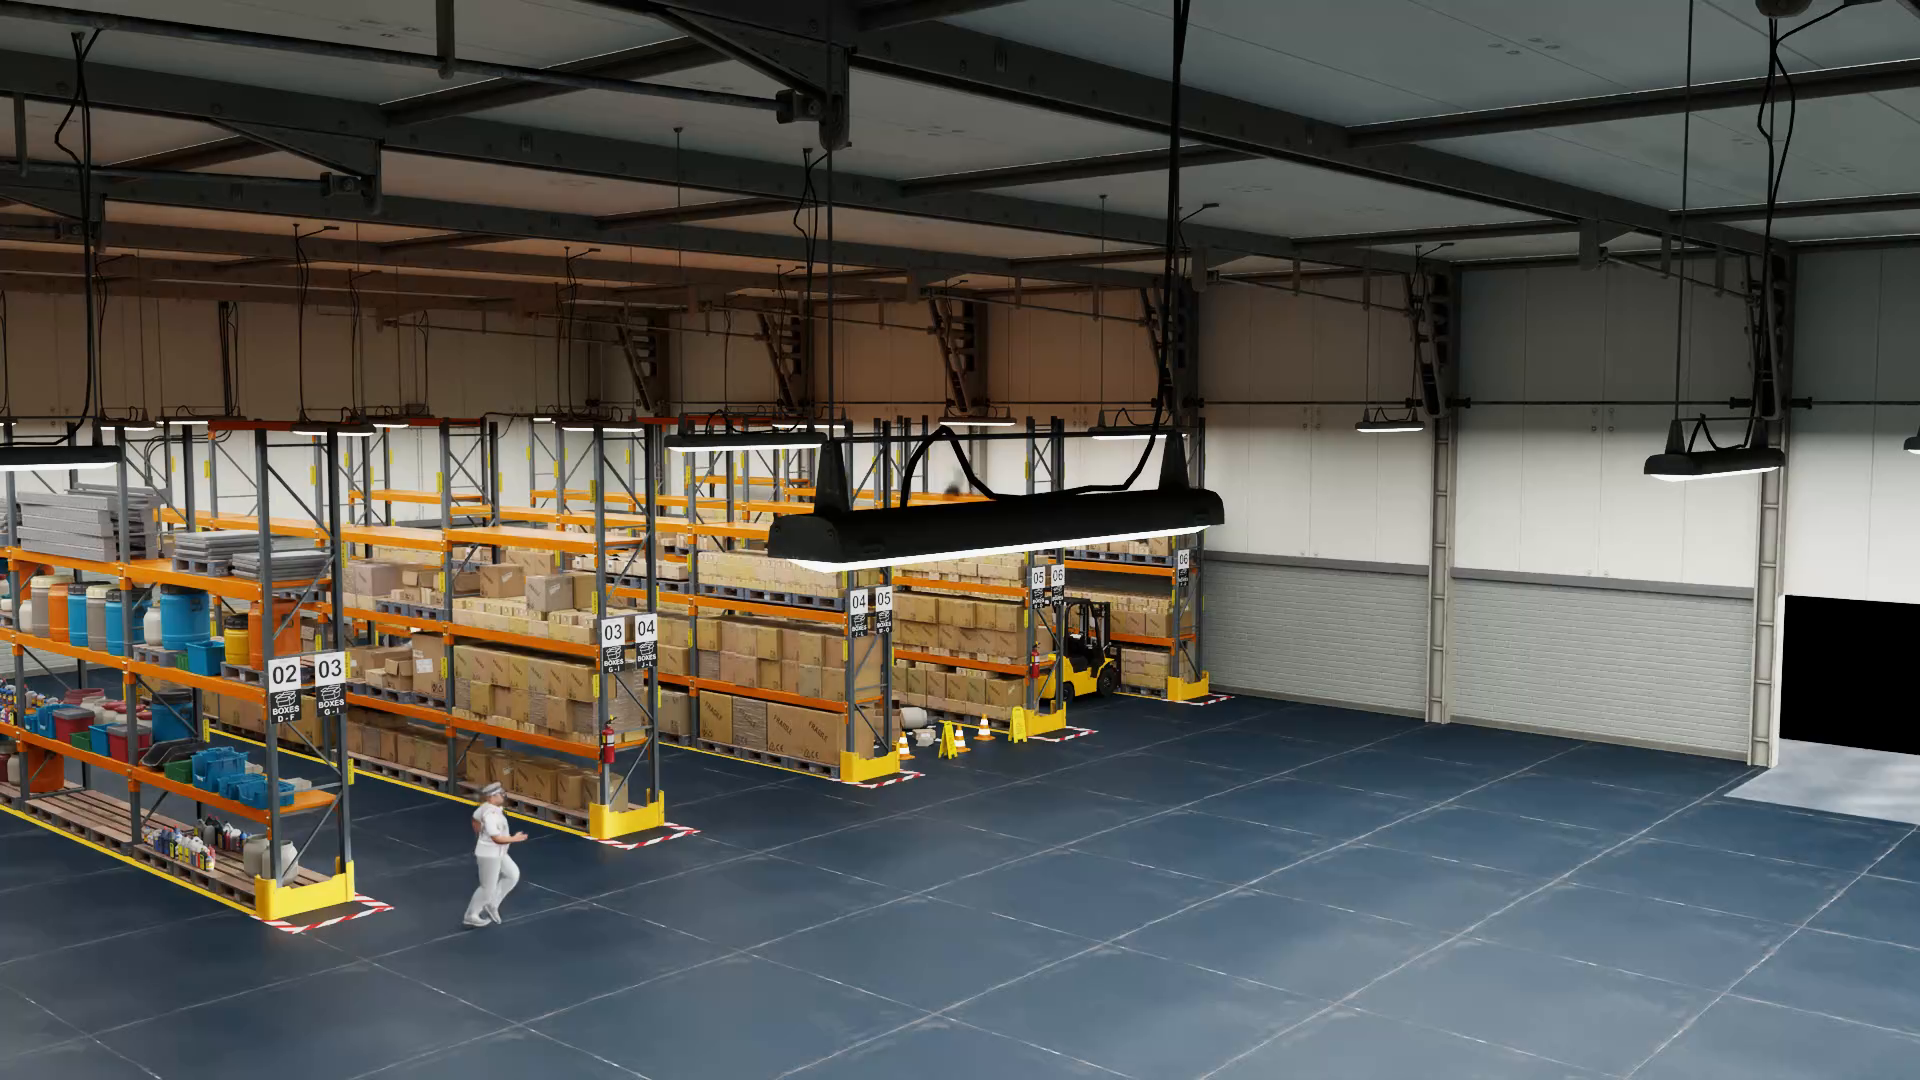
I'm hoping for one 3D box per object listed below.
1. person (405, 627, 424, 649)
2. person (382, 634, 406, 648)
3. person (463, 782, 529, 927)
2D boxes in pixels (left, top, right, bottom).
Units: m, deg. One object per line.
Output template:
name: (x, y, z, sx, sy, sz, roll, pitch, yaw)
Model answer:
person: (-11.045, 2.619, 34.054, 0.634, 1.740, 0.656, -5, 7, -44)
person: (-13.631, 2.187, 39.873, 0.914, 1.625, 0.656, 1, 5, 7)
person: (-5.603, 3.791, 20.057, 0.791, 1.780, 0.634, -1, 5, -12)
